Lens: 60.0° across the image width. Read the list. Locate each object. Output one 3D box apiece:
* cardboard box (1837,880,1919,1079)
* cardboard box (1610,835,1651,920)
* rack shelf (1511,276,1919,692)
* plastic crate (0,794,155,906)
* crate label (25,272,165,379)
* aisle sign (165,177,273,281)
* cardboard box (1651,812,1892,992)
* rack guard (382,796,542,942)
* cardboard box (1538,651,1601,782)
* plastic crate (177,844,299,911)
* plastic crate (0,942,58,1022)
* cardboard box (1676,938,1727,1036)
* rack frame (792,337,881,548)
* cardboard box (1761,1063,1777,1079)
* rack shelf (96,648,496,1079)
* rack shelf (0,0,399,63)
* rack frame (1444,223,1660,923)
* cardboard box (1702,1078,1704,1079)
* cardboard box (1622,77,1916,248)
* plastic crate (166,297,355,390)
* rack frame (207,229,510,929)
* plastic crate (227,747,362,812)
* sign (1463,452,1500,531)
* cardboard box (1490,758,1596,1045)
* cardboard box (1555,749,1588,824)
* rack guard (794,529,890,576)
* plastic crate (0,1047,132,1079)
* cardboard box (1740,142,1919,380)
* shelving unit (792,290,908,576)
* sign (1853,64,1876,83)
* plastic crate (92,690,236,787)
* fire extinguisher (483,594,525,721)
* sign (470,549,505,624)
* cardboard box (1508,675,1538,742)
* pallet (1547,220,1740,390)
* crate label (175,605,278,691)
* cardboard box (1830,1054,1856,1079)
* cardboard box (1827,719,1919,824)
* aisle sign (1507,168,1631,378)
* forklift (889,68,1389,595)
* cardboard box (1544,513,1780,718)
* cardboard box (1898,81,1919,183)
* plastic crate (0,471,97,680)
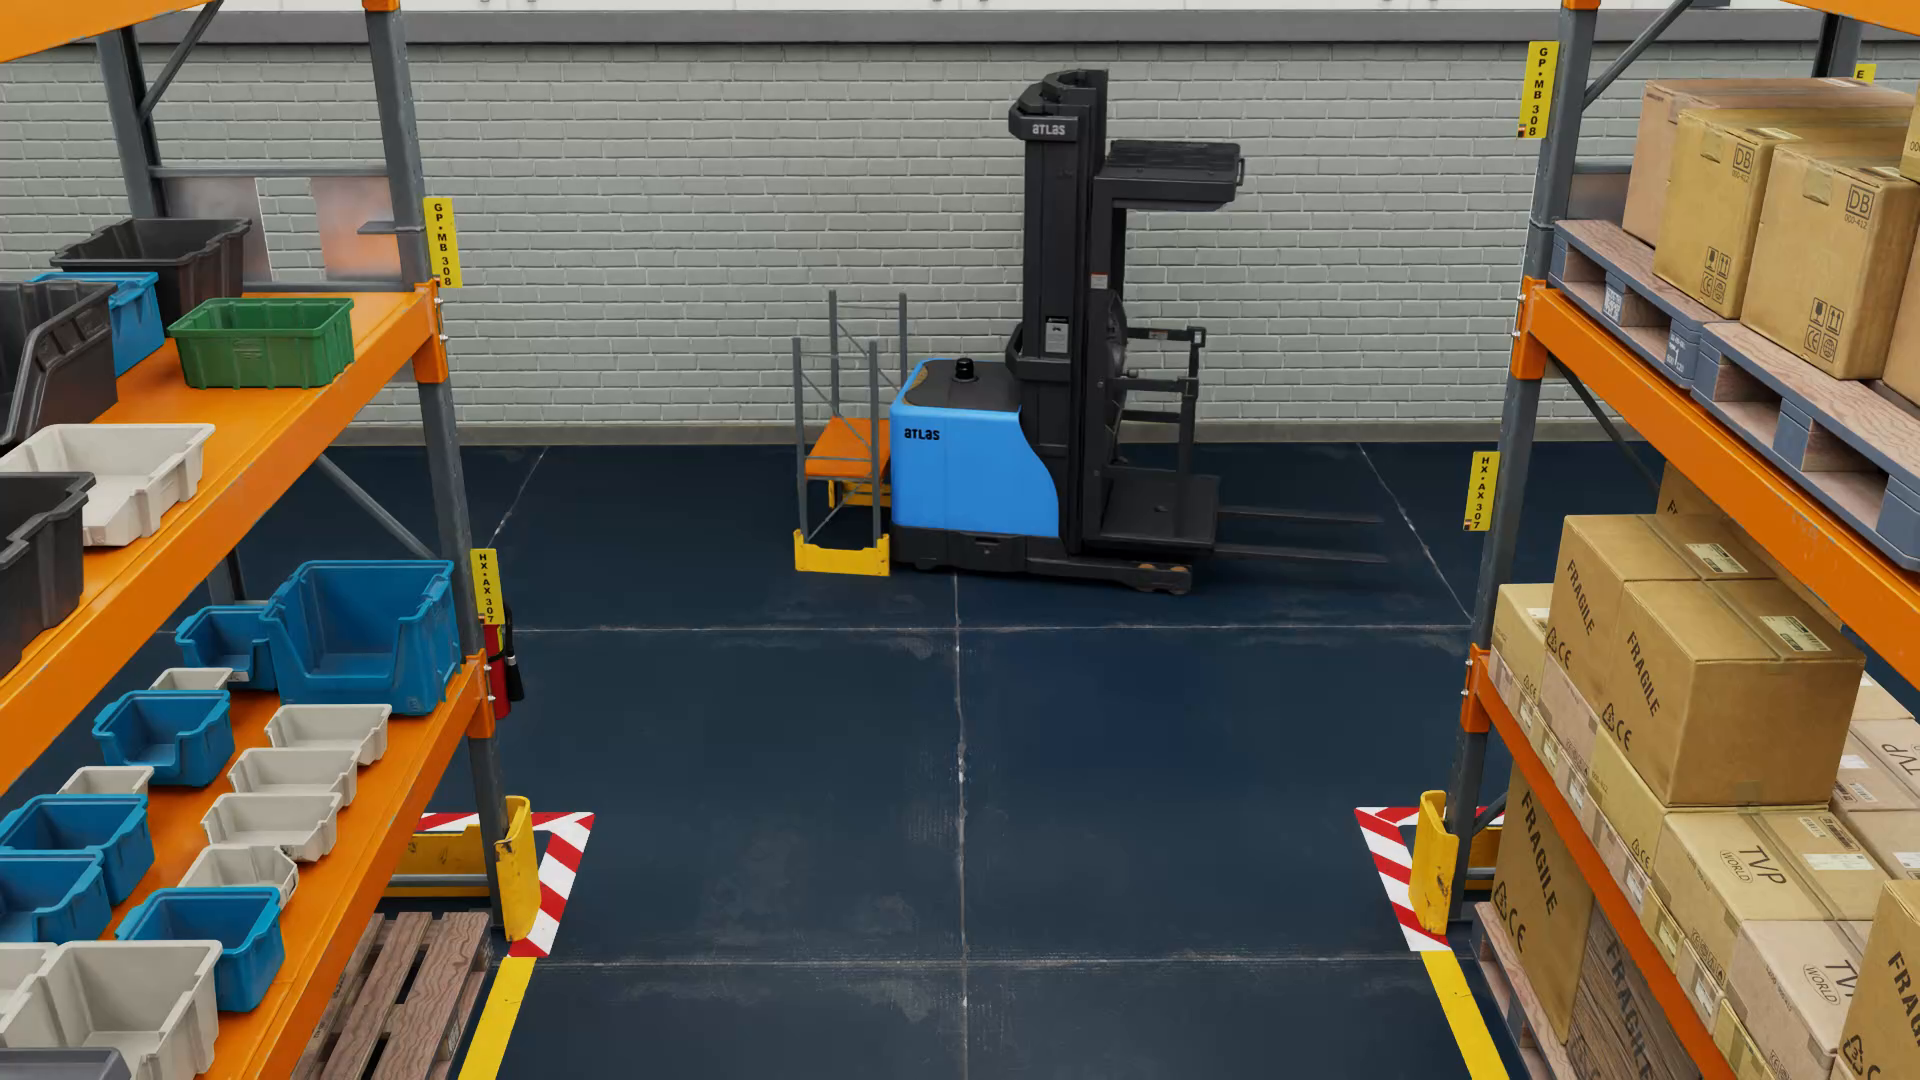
[{"bbox_3d":[2.324,1.090,3.612,0.500,0.500,0.500,0,24,0],"label":"cardboard box"},{"bbox_3d":[2.245,1.037,5.122,0.380,0.149,0.250,-1,24,-1],"label":"cardboard box"},{"bbox_3d":[2.576,0.030,4.276,1.077,0.370,4.000,0,24,-1],"label":"rack shelf"},{"bbox_3d":[-2.711,0.962,5.113,0.416,0.233,0.300,0,24,-1],"label":"plastic crate"},{"bbox_3d":[-2.711,-0.650,5.088,0.408,0.251,0.502,0,24,-1],"label":"crate label"},{"bbox_3d":[-2.696,-0.946,6.046,0.394,0.787,0.004,0,24,-1],"label":"aisle sign"},{"bbox_3d":[2.315,1.013,4.691,0.500,0.250,0.500,-1,24,-2],"label":"cardboard box"},{"bbox_3d":[-2.412,1.396,7.056,1.175,0.500,0.348,0,24,-1],"label":"rack guard"},{"bbox_3d":[2.302,0.591,5.624,0.500,0.250,0.500,-1,24,-1],"label":"cardboard box"},{"bbox_3d":[-2.170,1.051,5.033,0.298,0.136,0.250,0,24,-1],"label":"plastic crate"},{"bbox_3d":[-2.674,1.292,4.500,0.293,0.136,0.466,0,24,-1],"label":"plastic crate"},{"bbox_3d":[2.251,1.249,4.653,0.380,0.149,0.250,0,24,0],"label":"cardboard box"},{"bbox_3d":[-0.733,-0.485,10.003,0.500,1.500,0.032,3,25,7],"label":"rack frame"},{"bbox_3d":[2.255,1.460,4.188,0.380,0.149,0.250,0,24,0],"label":"cardboard box"},{"bbox_3d":[-2.377,1.419,4.845,1.077,0.370,4.000,0,24,-1],"label":"rack shelf"},{"bbox_3d":[-2.377,-1.132,3.691,1.077,0.370,4.000,0,24,-1],"label":"rack shelf"},{"bbox_3d":[2.554,0.245,6.568,1.000,3.000,0.127,0,24,-1],"label":"rack frame"},{"bbox_3d":[2.661,2.027,4.697,0.875,0.875,0.875,0,24,-1],"label":"cardboard box"},{"bbox_3d":[2.614,-1.190,5.349,0.700,0.500,0.500,-2,24,-4],"label":"cardboard box"},{"bbox_3d":[-2.102,-0.598,5.049,0.450,0.188,0.336,0,24,-1],"label":"plastic crate"},{"bbox_3d":[-2.398,0.267,6.519,1.000,3.000,0.127,0,24,-1],"label":"rack frame"},{"bbox_3d":[-2.220,0.815,5.556,0.396,0.136,0.243,0,24,-1],"label":"plastic crate"},{"bbox_3d":[1.999,-0.185,6.373,0.100,0.325,0.005,0,24,-1],"label":"sign"},{"bbox_3d":[2.641,1.285,6.337,0.875,0.875,0.875,0,24,-1],"label":"cardboard box"},{"bbox_3d":[2.240,0.826,5.589,0.380,0.149,0.250,-1,24,-1],"label":"cardboard box"},{"bbox_3d":[-0.730,0.076,10.278,0.587,0.250,0.087,3,25,7],"label":"rack guard"},{"bbox_3d":[-2.114,1.490,3.665,0.402,0.464,0.583,0,24,-1],"label":"plastic crate"},{"bbox_3d":[2.553,-0.745,4.365,0.700,0.500,0.500,-2,24,-4],"label":"cardboard box"},{"bbox_3d":[-0.661,-0.697,10.470,0.587,1.500,1.083,3,25,7],"label":"shelving unit"},{"bbox_3d":[3.097,-1.486,5.777,0.100,0.325,0.005,0,24,-1],"label":"sign"},{"bbox_3d":[-2.718,0.691,5.713,0.416,0.233,0.300,0,24,-1],"label":"plastic crate"},{"bbox_3d":[-1.946,0.408,6.754,0.296,0.674,0.183,0,24,-1],"label":"fire extinguisher"},{"bbox_3d":[-1.849,0.184,6.506,0.100,0.325,0.005,0,24,-1],"label":"sign"},{"bbox_3d":[2.232,0.613,6.060,0.380,0.149,0.250,-1,24,-1],"label":"cardboard box"},{"bbox_3d":[2.573,-0.776,5.293,1.003,0.211,1.213,0,24,-1],"label":"pallet"},{"bbox_3d":[-2.725,0.419,6.313,0.416,0.233,0.303,0,24,-1],"label":"crate label"},{"bbox_3d":[2.323,1.432,3.765,0.500,0.250,0.500,0,24,1],"label":"cardboard box"},{"bbox_3d":[2.836,0.795,5.173,0.500,0.250,0.500,-1,24,-2],"label":"cardboard box"},{"bbox_3d":[2.254,-0.968,6.095,0.394,0.787,0.004,0,24,-1],"label":"aisle sign"},{"bbox_3d":[1.128,-1.244,9.944,3.031,2.935,1.130,4,25,9],"label":"forklift"},{"bbox_3d":[2.295,0.241,5.488,0.500,0.500,0.500,-1,24,-2],"label":"cardboard box"},{"bbox_3d":[2.566,-0.913,3.827,0.500,0.250,0.500,-1,24,-2],"label":"cardboard box"},{"bbox_3d":[-2.094,0.095,3.418,0.497,0.269,0.590,0,24,-1],"label":"plastic crate"}]
